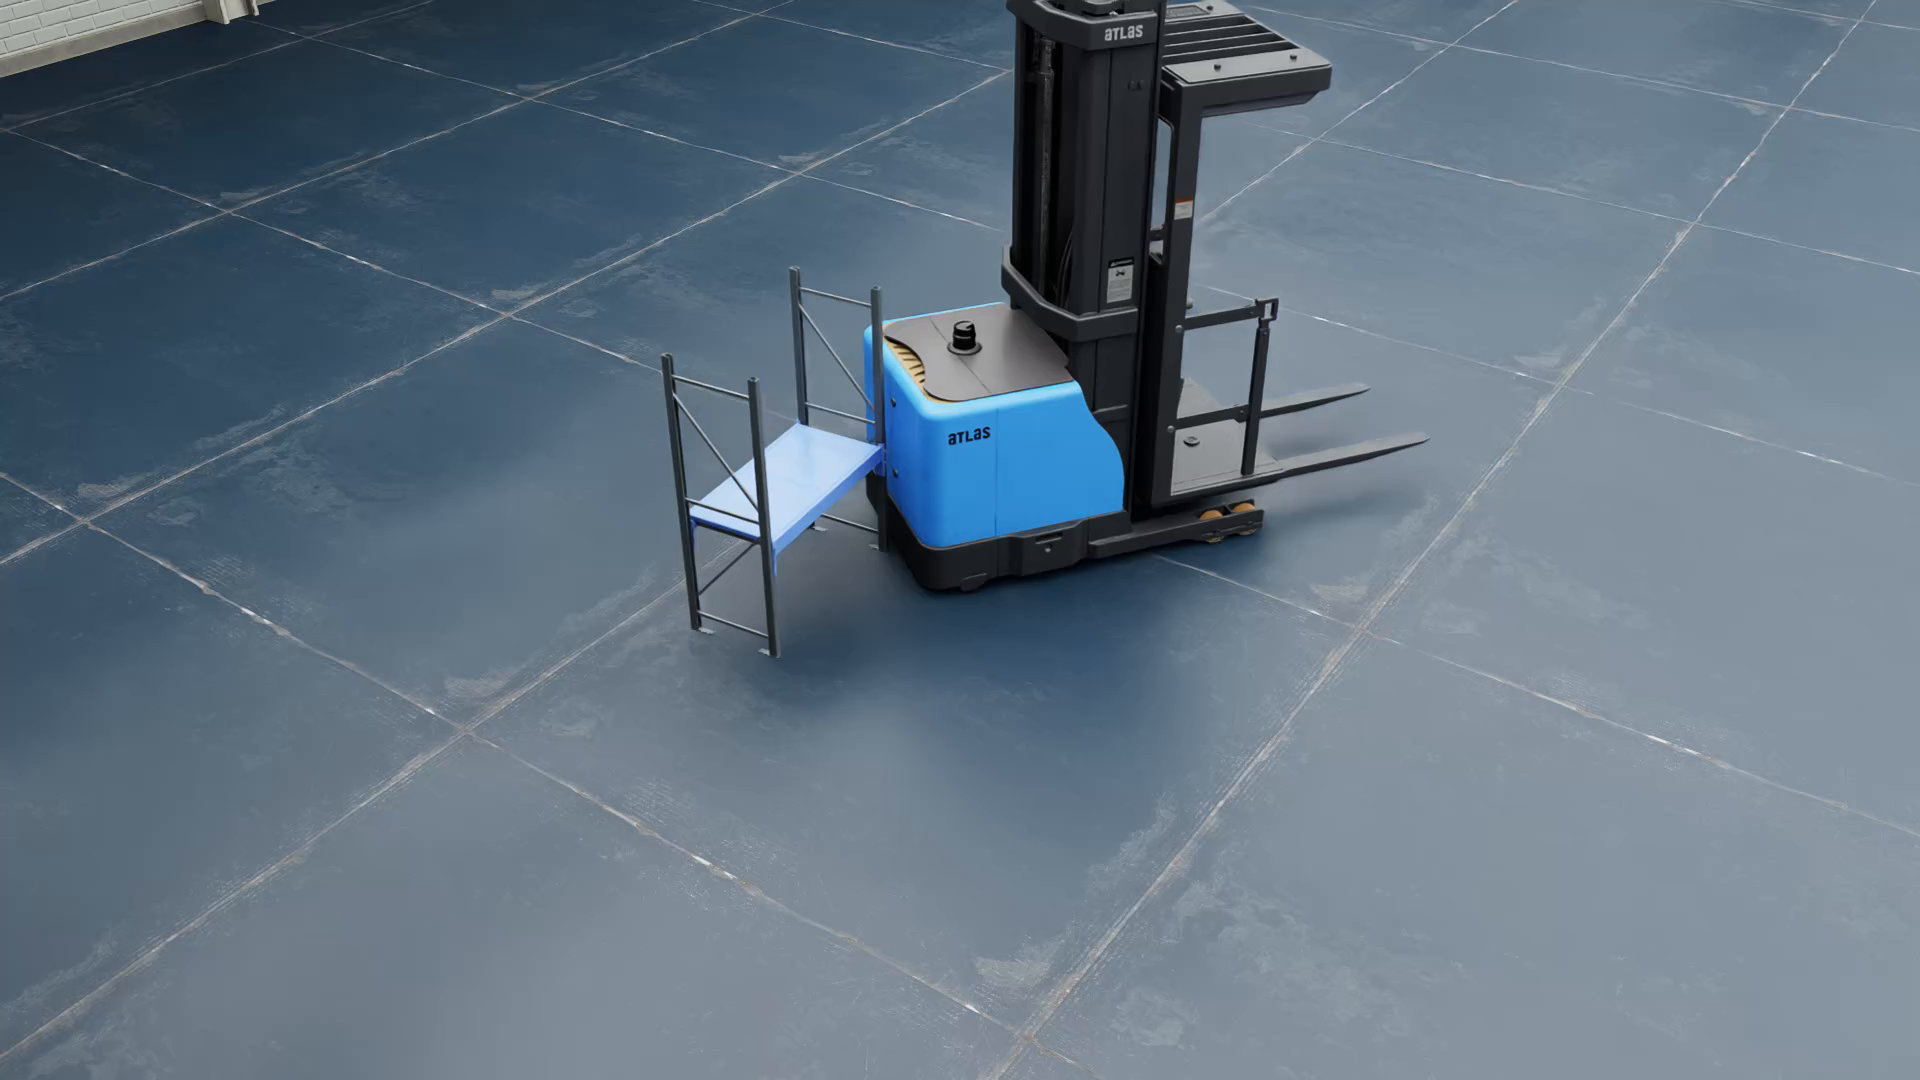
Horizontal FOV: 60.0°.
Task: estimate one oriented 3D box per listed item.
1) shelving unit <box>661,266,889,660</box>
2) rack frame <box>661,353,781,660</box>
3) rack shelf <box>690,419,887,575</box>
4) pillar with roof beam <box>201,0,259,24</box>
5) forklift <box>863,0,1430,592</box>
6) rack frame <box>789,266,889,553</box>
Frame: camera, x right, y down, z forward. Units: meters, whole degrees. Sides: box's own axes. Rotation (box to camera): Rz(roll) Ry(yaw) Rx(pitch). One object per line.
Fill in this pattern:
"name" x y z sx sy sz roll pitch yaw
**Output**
"shelving unit" -0.839 -0.377 7.968 0.538 1.500 1.048 17 38 23
"rack frame" -1.082 -0.126 7.598 0.500 1.500 0.032 17 38 23
"rack shelf" -0.839 -0.228 8.069 0.538 0.185 1.000 17 38 23
"pillar with roof beam" -3.623 -7.506 11.816 9.100 9.000 0.400 21 39 28
"forklift" 1.065 -1.466 8.301 3.031 2.935 1.130 -12 36 -17
"rack frame" -0.596 -0.627 8.338 0.500 1.500 0.032 17 38 23
